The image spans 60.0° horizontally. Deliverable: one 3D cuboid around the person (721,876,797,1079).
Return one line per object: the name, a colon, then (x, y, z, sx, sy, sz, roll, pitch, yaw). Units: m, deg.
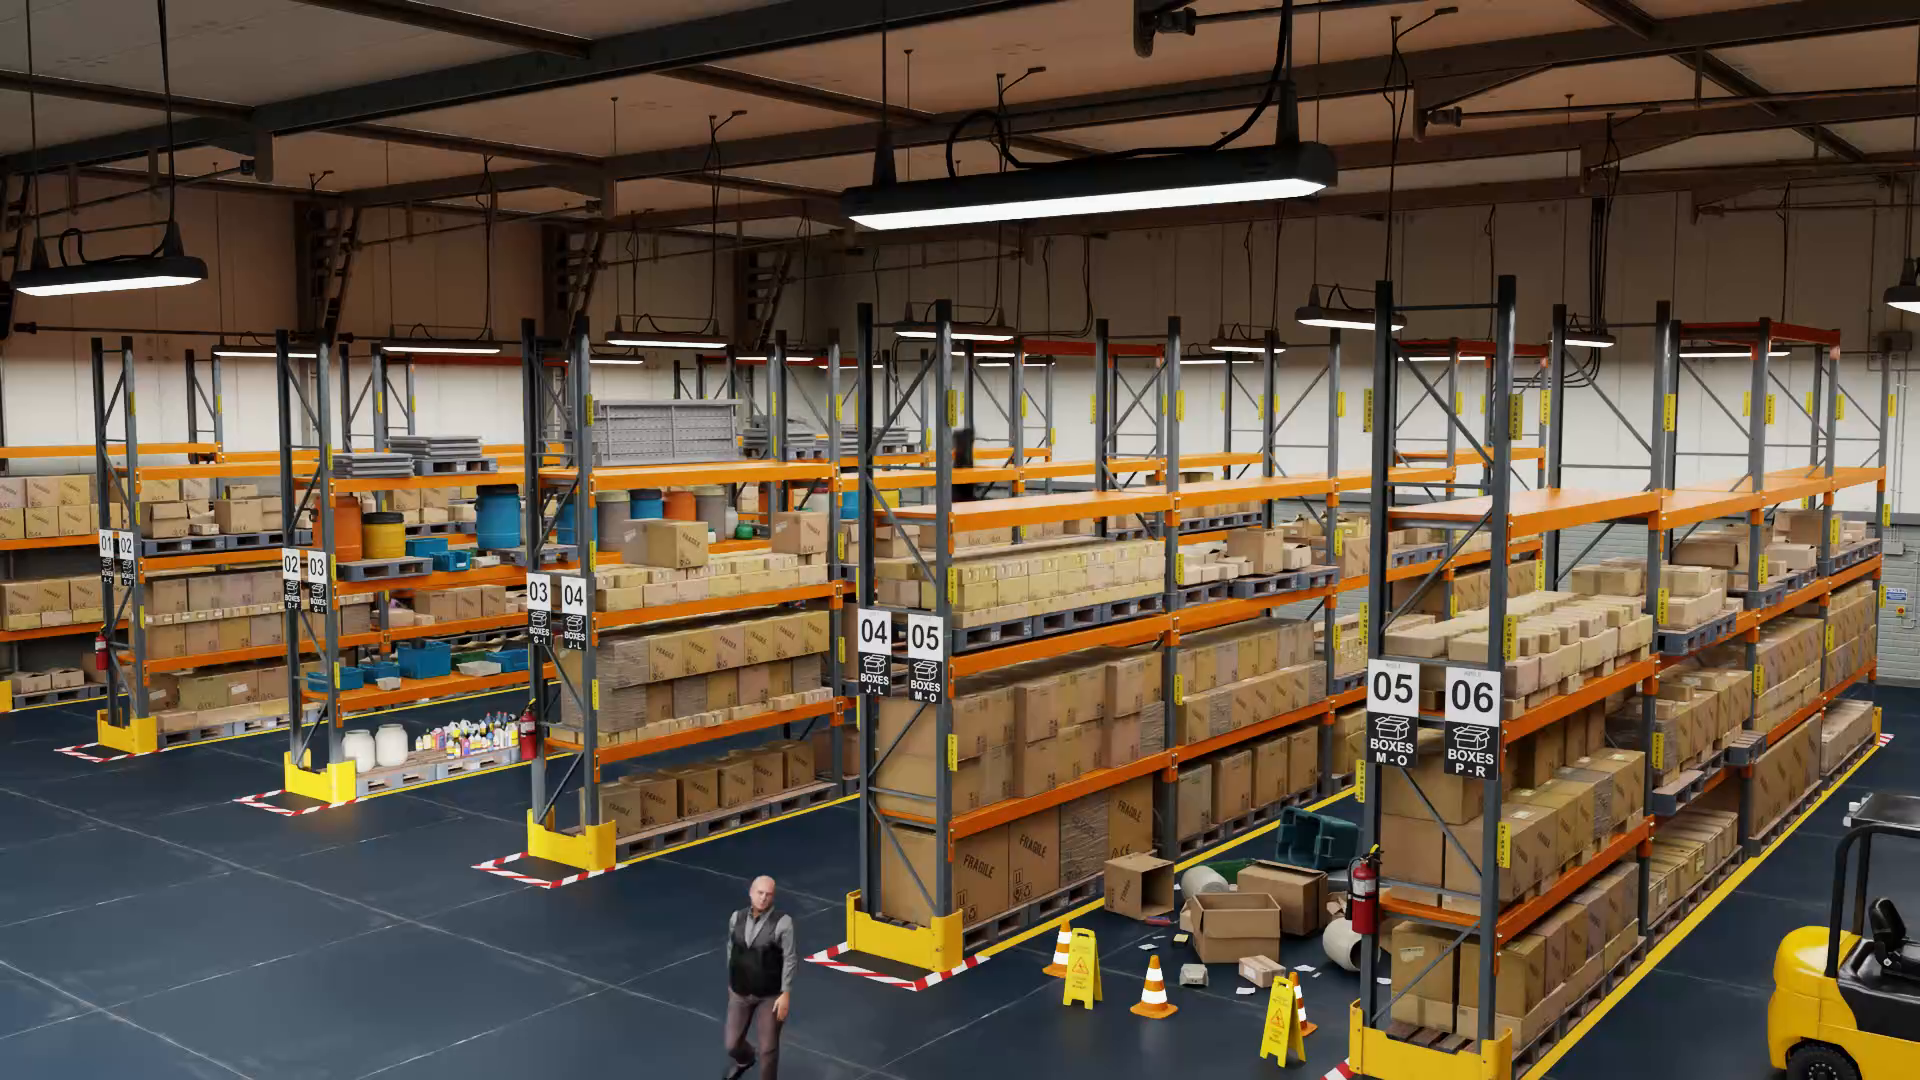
person: (-1.464, 3.258, 12.056, 0.664, 1.716, 0.577, 1, 5, 13)

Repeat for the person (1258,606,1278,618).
person: (6.146, 1.438, 33.380, 0.627, 1.687, 1.058, -2, 5, -20)

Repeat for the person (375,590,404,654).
person: (-10.712, 1.675, 31.273, 0.510, 1.559, 0.803, 0, 5, 4)
